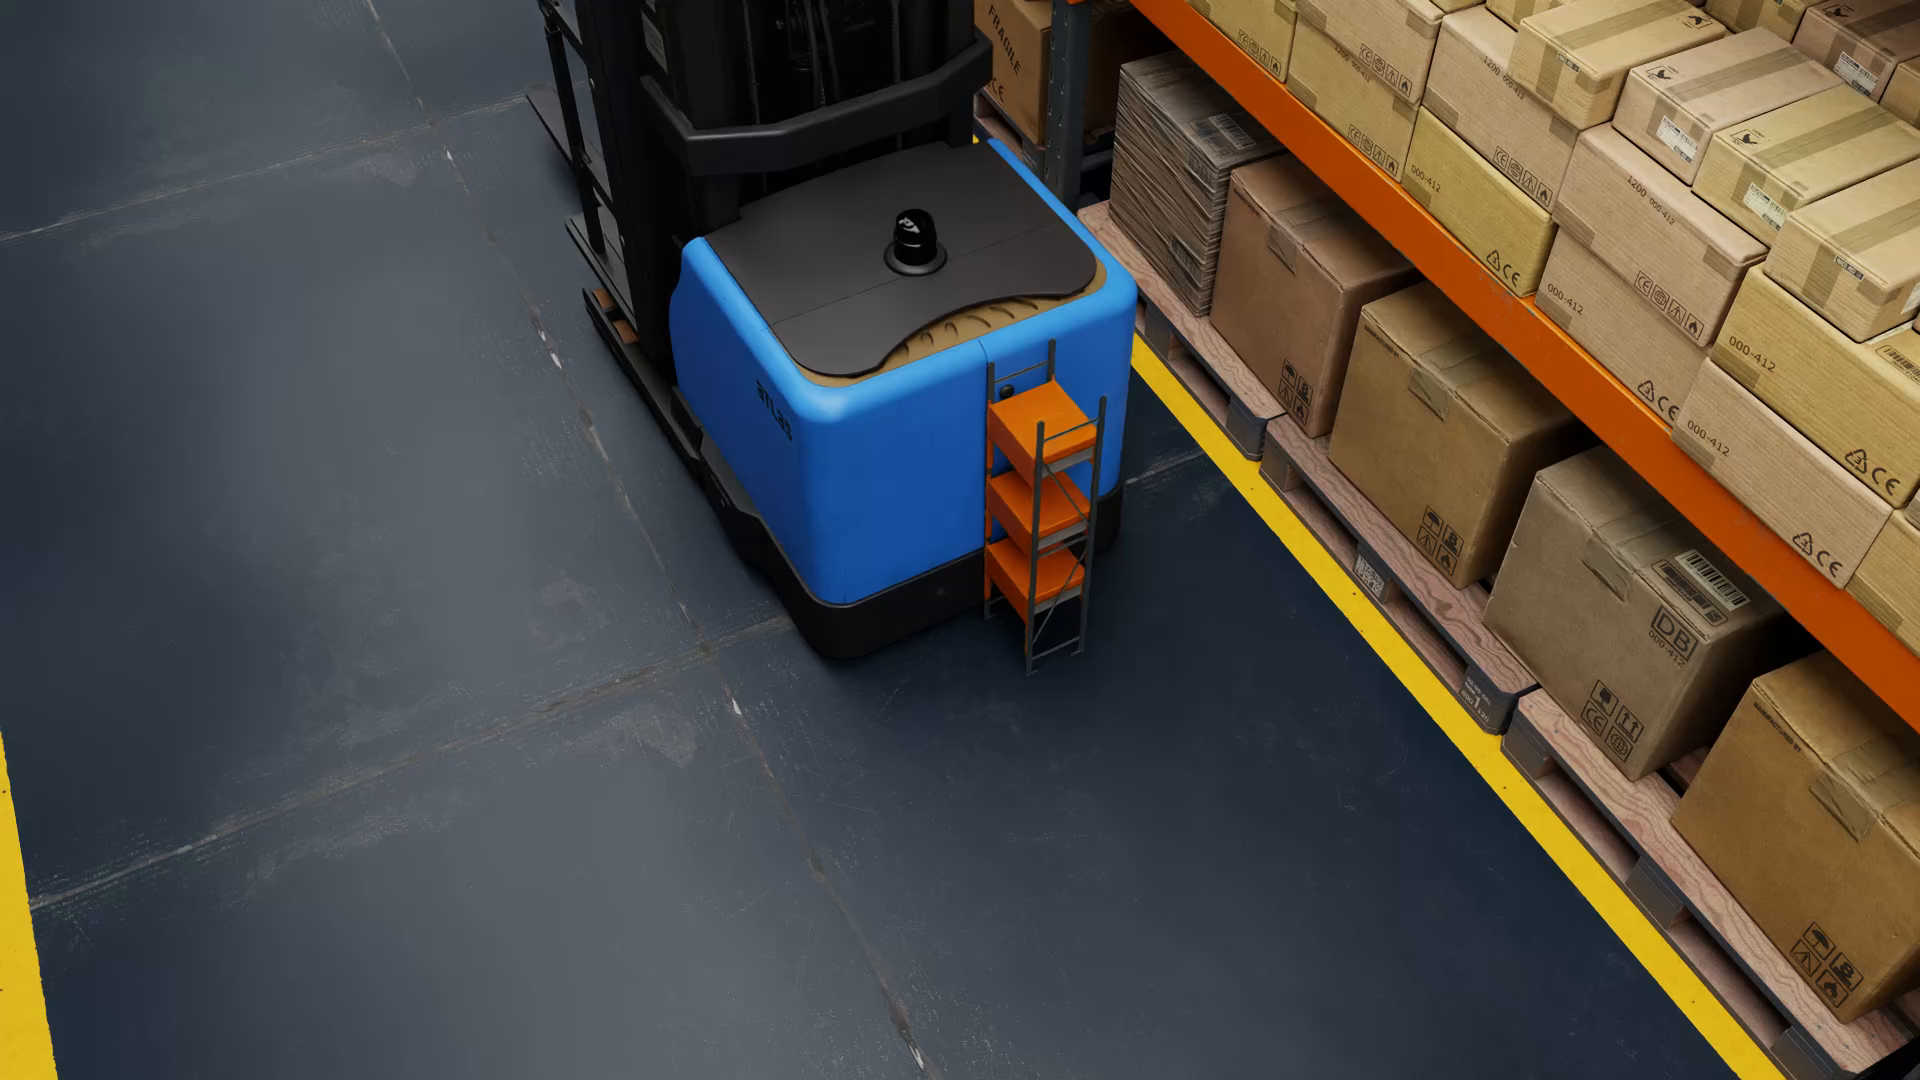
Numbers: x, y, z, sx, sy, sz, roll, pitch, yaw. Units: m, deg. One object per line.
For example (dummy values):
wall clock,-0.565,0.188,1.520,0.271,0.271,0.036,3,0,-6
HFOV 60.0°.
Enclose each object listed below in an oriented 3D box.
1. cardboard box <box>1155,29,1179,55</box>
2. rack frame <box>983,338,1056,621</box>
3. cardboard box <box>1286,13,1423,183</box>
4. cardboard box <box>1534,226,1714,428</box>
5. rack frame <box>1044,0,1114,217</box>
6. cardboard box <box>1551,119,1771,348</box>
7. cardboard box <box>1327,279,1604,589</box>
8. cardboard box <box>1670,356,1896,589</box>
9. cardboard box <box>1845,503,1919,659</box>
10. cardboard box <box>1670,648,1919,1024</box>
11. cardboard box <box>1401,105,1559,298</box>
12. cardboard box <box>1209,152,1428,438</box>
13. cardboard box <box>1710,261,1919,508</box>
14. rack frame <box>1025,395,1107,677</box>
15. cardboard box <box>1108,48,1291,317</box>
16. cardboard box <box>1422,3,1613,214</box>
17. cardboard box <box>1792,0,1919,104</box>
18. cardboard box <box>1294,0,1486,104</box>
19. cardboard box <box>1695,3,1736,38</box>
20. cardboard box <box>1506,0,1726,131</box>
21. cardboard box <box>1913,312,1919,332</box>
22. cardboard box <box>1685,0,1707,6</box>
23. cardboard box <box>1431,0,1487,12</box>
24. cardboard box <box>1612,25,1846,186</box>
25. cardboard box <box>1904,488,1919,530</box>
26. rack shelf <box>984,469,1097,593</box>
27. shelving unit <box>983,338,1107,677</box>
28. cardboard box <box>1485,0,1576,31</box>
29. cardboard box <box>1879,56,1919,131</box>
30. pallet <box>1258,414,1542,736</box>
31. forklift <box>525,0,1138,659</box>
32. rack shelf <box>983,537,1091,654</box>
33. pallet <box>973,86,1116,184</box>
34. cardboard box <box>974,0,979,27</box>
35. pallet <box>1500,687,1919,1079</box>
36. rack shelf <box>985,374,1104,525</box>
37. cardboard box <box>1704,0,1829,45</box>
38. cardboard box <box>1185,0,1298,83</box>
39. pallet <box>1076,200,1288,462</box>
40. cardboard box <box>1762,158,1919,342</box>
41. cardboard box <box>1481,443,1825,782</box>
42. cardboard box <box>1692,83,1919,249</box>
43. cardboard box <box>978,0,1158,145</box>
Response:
cardboard box,0.842,-2.066,6.446,0.500,0.500,0.500,-19,52,-16
rack frame,0.160,-0.140,4.675,0.200,1.050,0.008,-23,53,-19
cardboard box,1.239,-1.261,4.460,0.500,0.250,0.500,-23,53,-19
cardboard box,1.718,-0.571,3.856,0.500,0.250,0.500,-21,52,-17
rack frame,0.786,-2.373,5.332,1.000,3.000,0.127,-21,52,-18
cardboard box,1.693,-0.737,3.669,0.500,0.250,0.500,-20,52,-17
cardboard box,1.673,-0.422,4.925,0.875,0.625,0.625,-23,53,-19
cardboard box,1.918,-0.228,3.556,0.500,0.250,0.500,-21,52,-18
cardboard box,2.153,0.107,3.263,0.500,0.250,0.500,-20,52,-17
cardboard box,2.367,0.603,4.029,0.875,0.625,0.625,-19,52,-16
cardboard box,1.475,-0.914,4.156,0.500,0.250,0.500,-20,52,-16
cardboard box,1.365,-0.872,5.319,0.875,0.625,0.625,-20,52,-16
cardboard box,1.922,-0.393,3.368,0.500,0.250,0.500,-22,53,-18
rack frame,0.280,0.020,4.535,0.200,1.050,0.008,-23,53,-19
cardboard box,1.059,-1.307,5.699,0.875,0.625,0.625,-20,52,-16
cardboard box,1.479,-1.081,3.971,0.500,0.250,0.500,-20,52,-17
cardboard box,2.109,-1.122,3.742,0.380,0.149,0.250,-22,52,-18
cardboard box,1.223,-1.415,4.262,0.500,0.250,0.500,-22,53,-18
cardboard box,1.924,-1.266,4.132,0.500,0.250,0.500,-22,52,-18
cardboard box,1.461,-1.090,3.713,0.380,0.149,0.250,-22,53,-18
cardboard box,2.063,-0.442,3.147,0.380,0.149,0.250,-21,52,-18
cardboard box,1.834,-1.450,4.028,0.380,0.149,0.250,-20,52,-17
cardboard box,1.269,-1.444,4.023,0.380,0.149,0.250,-20,52,-17
cardboard box,1.651,-0.939,3.581,0.380,0.149,0.250,-21,52,-17
cardboard box,2.164,-0.051,3.070,0.500,0.250,0.500,-22,52,-18
rack shelf,0.220,-0.053,4.613,0.215,0.259,0.240,-23,53,-19
shelving unit,0.220,-0.060,4.605,0.215,1.050,0.252,-23,53,-19
cardboard box,1.474,-1.303,3.900,0.380,0.149,0.250,-21,52,-18
cardboard box,2.230,-0.955,3.595,0.380,0.149,0.250,-21,52,-18
pallet,1.682,-0.075,5.175,1.003,0.211,1.213,-21,52,-18
forklift,-0.666,-1.727,4.813,1.130,2.935,3.031,-23,53,-19
rack shelf,0.220,0.130,4.822,0.215,0.259,0.240,-23,53,-19
pallet,0.478,-1.967,6.830,1.003,0.211,1.213,-21,52,-18
cardboard box,0.181,-2.235,6.594,0.500,0.500,0.500,-22,52,-18
pallet,2.244,0.743,4.460,1.003,0.211,1.213,-21,52,-18
rack shelf,0.220,-0.240,4.399,0.215,0.259,0.240,-23,53,-19
cardboard box,1.990,-1.287,3.886,0.380,0.149,0.250,-21,52,-17
cardboard box,0.997,-1.604,4.759,0.500,0.250,0.500,-22,52,-18
pallet,1.128,-0.890,5.888,1.003,0.211,1.213,-21,52,-18
cardboard box,1.825,-0.573,3.261,0.380,0.149,0.250,-23,53,-19
cardboard box,2.019,0.081,4.485,0.875,0.625,0.625,-22,52,-18
cardboard box,1.760,-0.770,3.433,0.380,0.149,0.250,-22,52,-18
cardboard box,0.401,-1.897,6.298,0.500,0.500,0.500,-20,52,-16
